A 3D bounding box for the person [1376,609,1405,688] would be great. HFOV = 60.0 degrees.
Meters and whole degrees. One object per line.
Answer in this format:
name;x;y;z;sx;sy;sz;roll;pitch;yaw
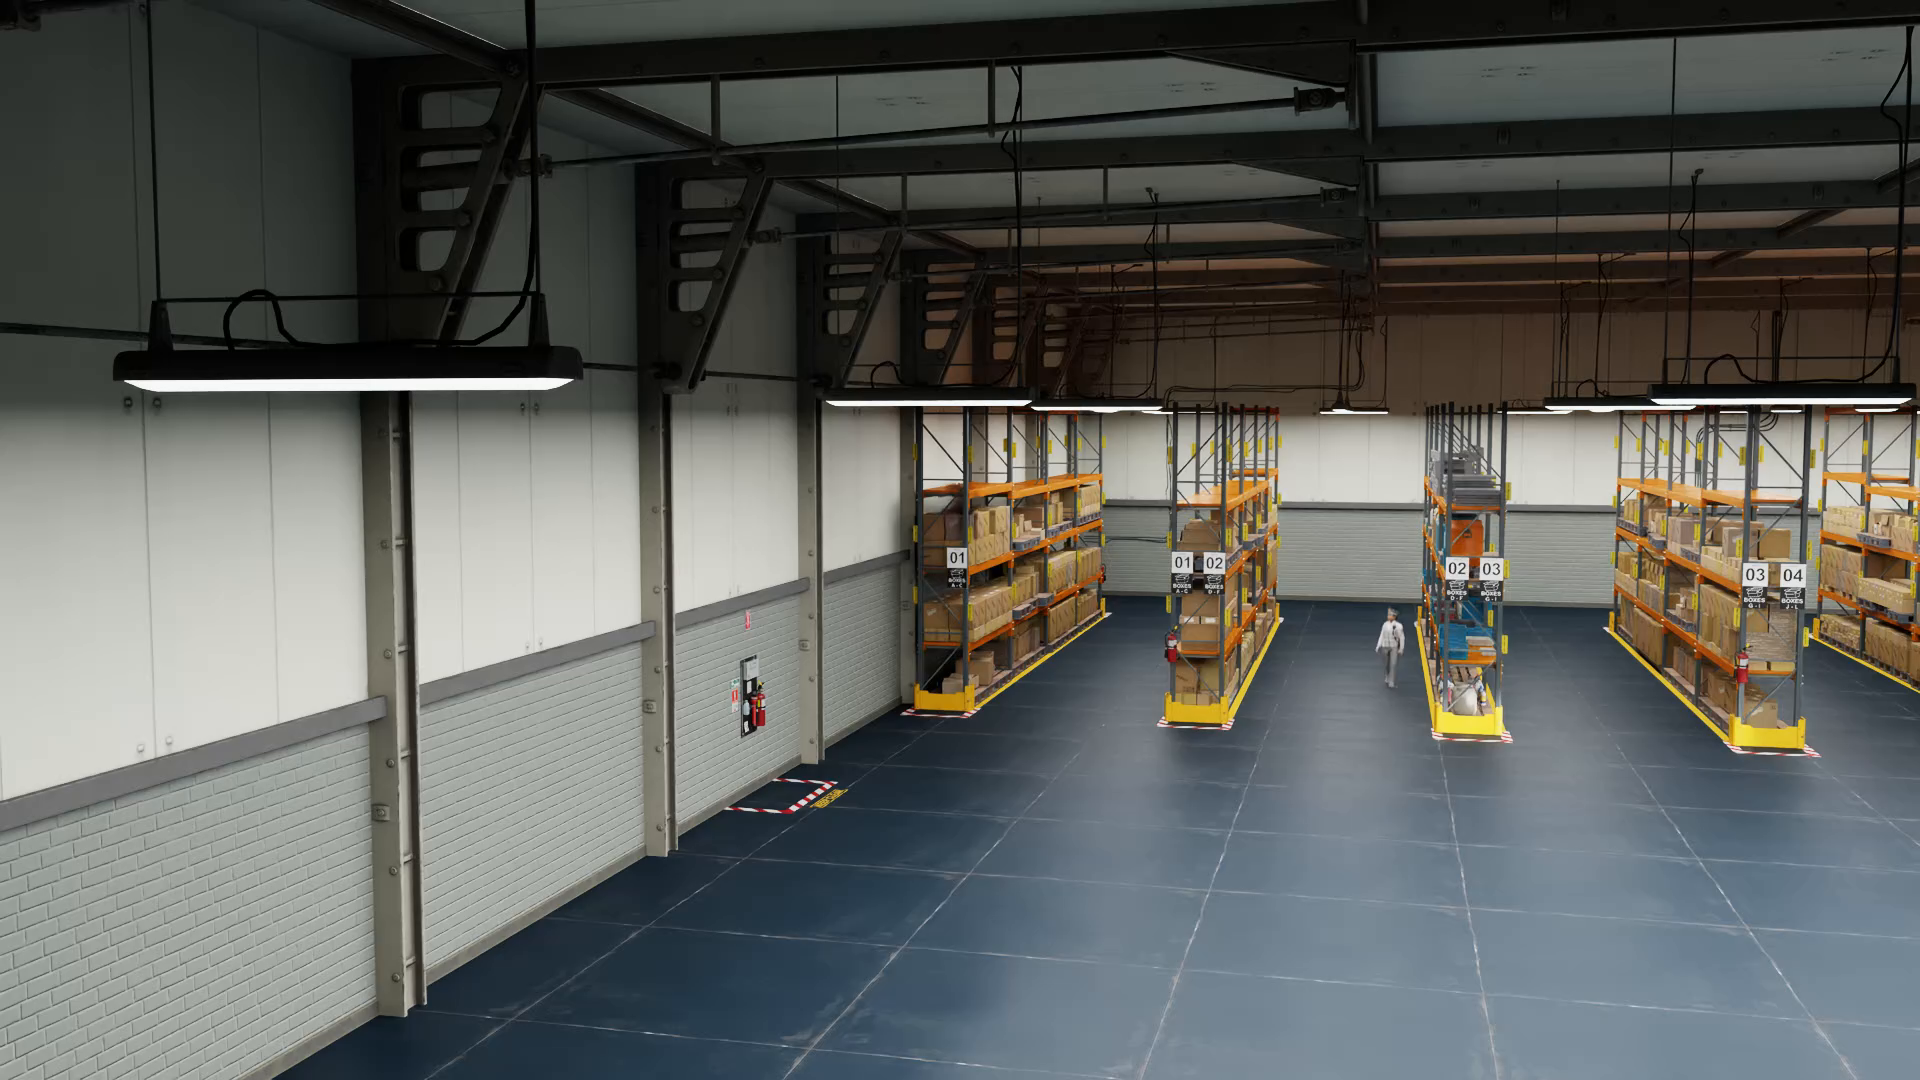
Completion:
person;9.163;2.279;35.410;0.586;1.645;0.948;1;4;19
